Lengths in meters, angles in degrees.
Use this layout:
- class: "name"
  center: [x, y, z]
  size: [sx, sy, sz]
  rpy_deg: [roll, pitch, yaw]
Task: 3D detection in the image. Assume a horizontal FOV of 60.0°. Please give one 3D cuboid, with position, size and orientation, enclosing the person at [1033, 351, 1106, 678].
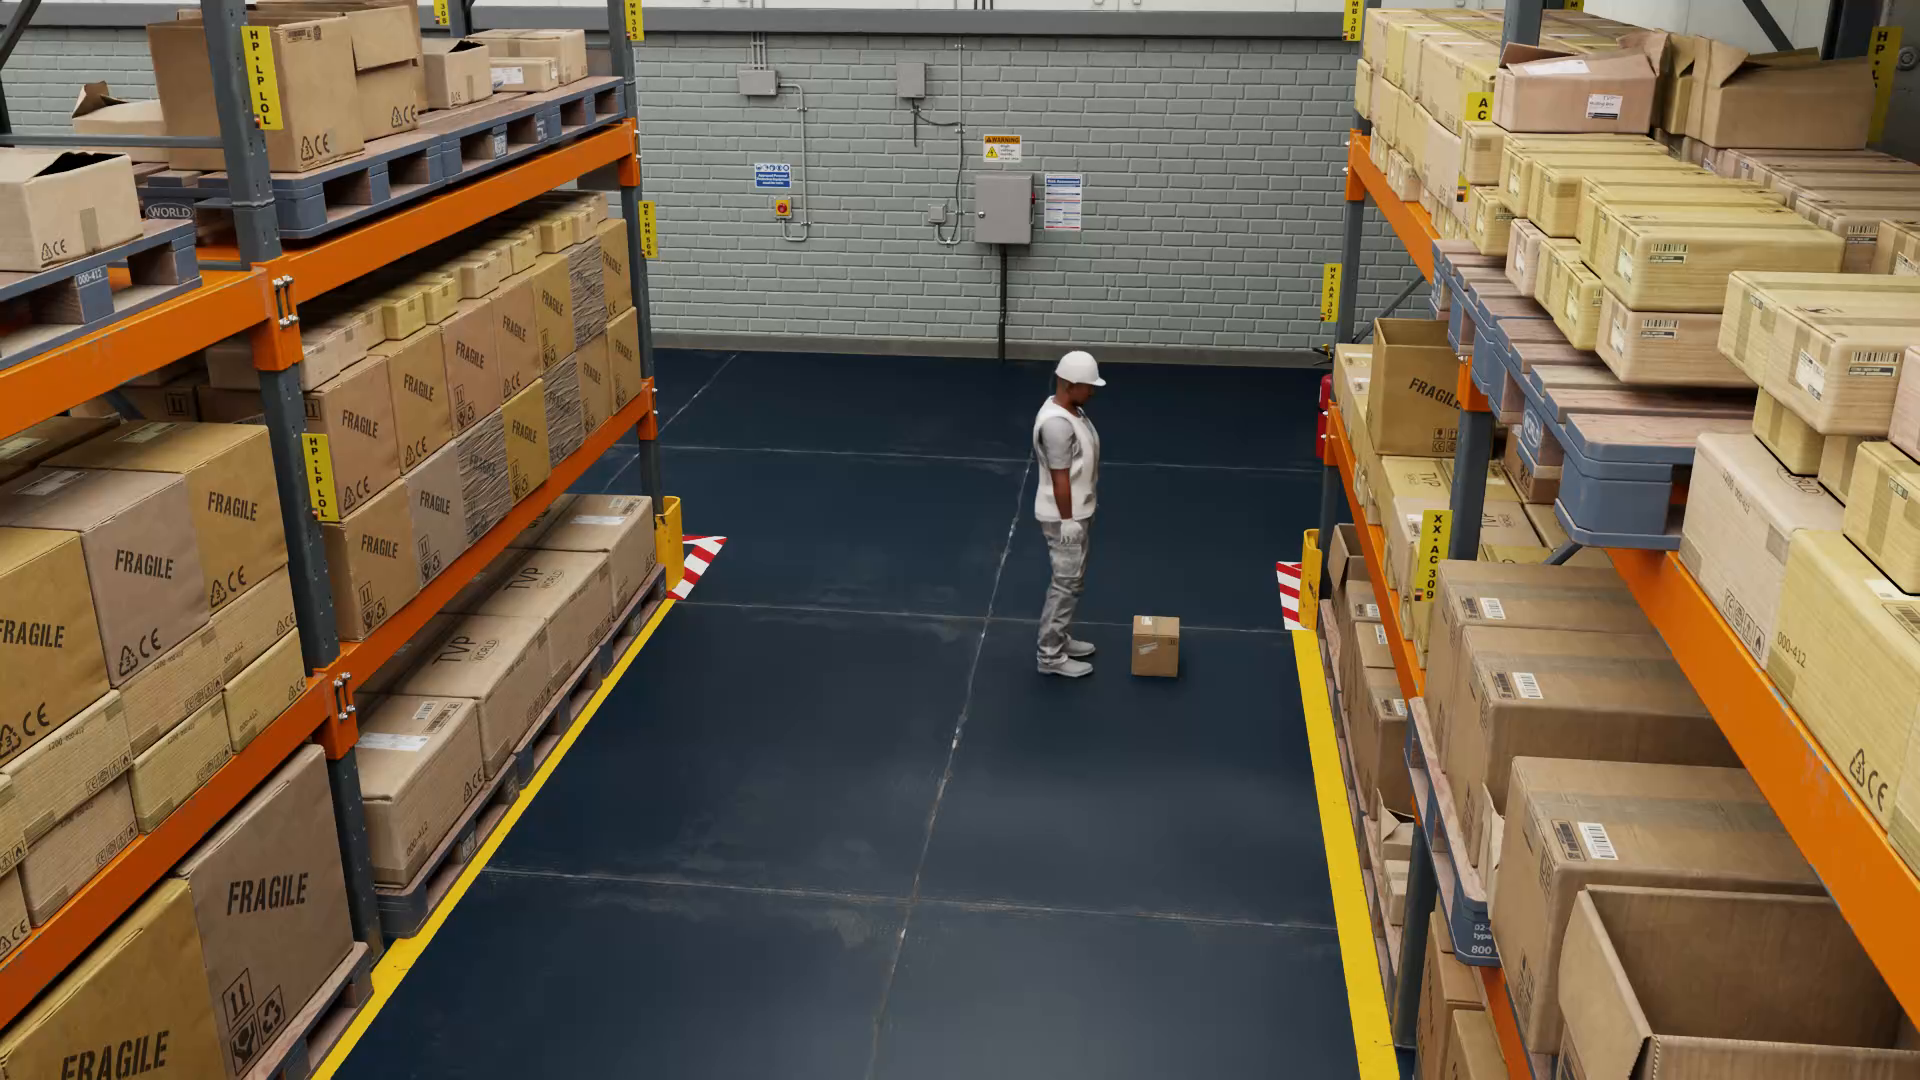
- class: "person"
  center: [0.580, -0.153, 8.967]
  size: [0.367, 1.772, 0.551]
  rpy_deg: [3, 21, 7]
